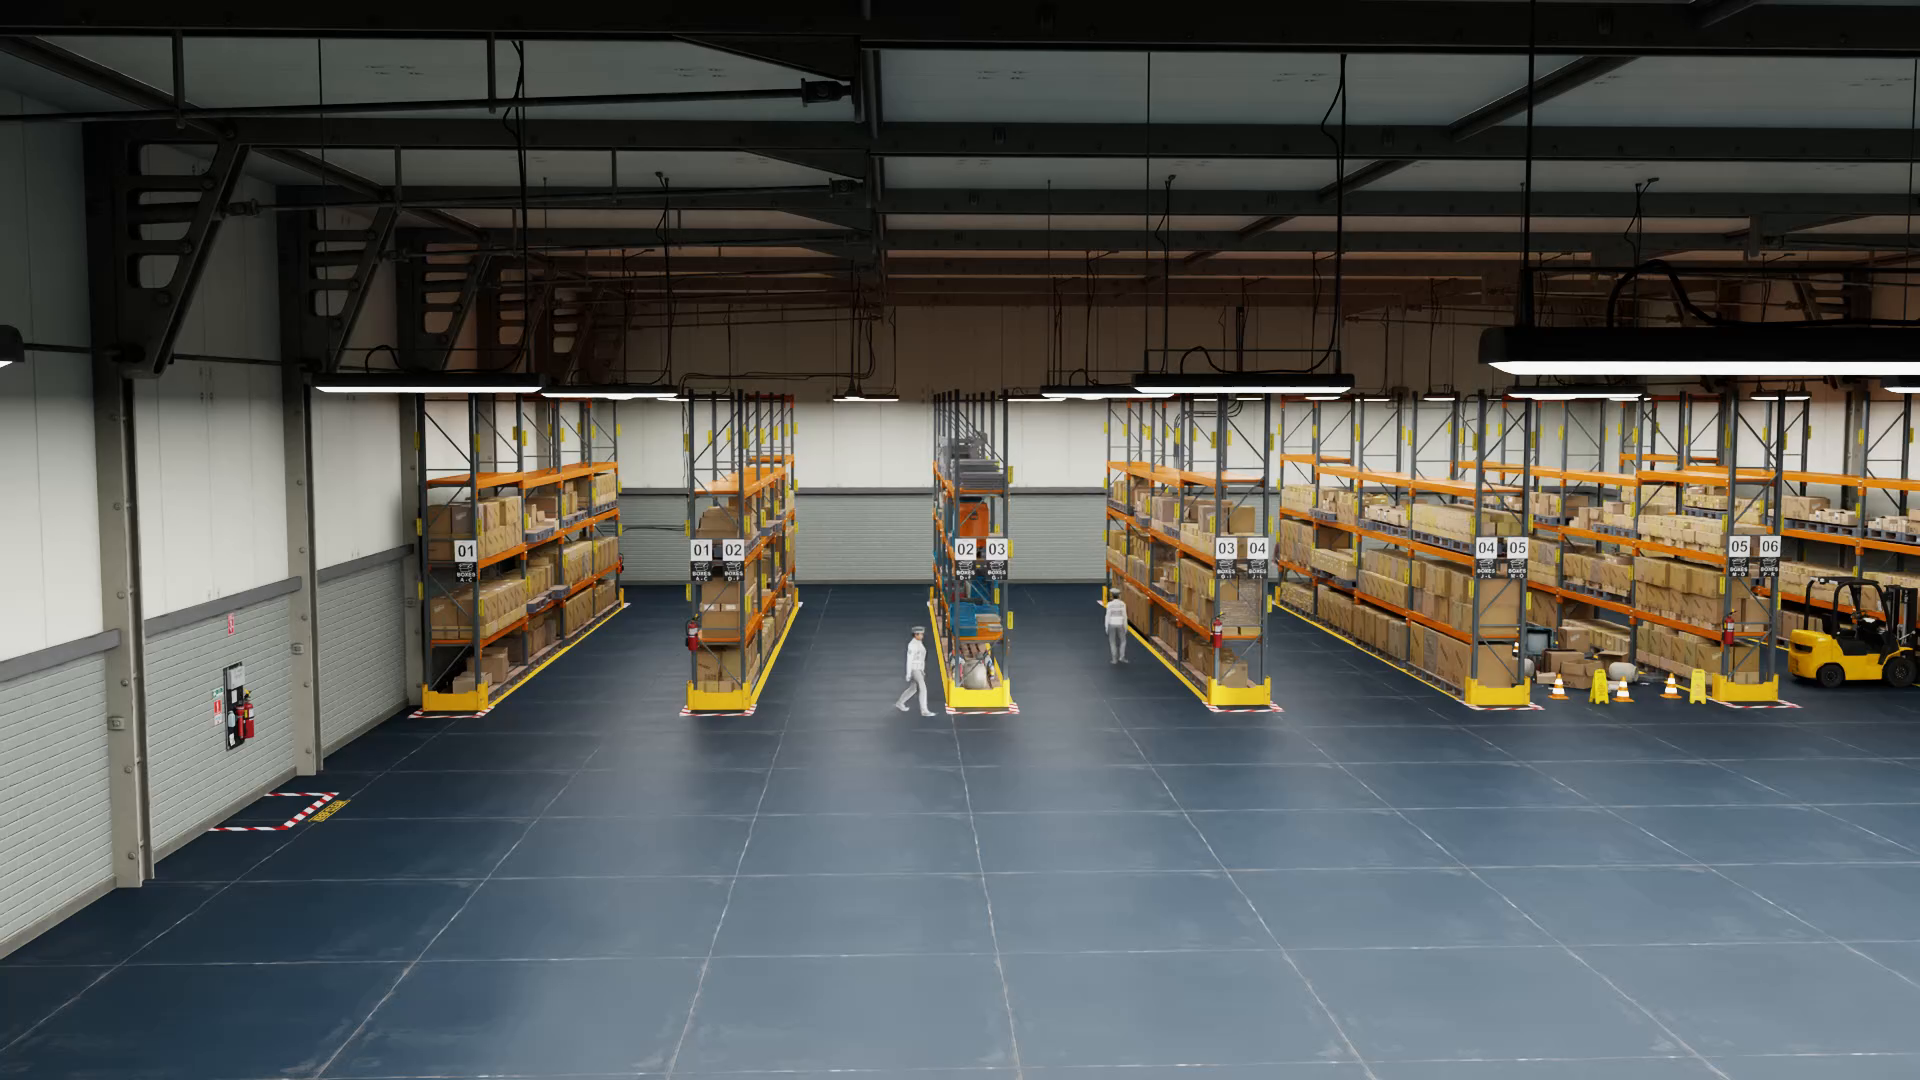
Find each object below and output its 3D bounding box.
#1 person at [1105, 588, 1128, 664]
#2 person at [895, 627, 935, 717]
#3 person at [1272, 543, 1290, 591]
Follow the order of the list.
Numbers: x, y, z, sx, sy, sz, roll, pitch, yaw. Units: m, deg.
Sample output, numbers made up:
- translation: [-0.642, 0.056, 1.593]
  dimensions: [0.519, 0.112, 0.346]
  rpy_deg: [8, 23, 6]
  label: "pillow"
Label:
- translation: [3.444, 1.910, 36.599]
  dimensions: [0.512, 1.674, 0.516]
  rpy_deg: [0, 5, -4]
  label: "person"
- translation: [-0.830, 2.402, 30.711]
  dimensions: [0.854, 1.624, 0.489]
  rpy_deg: [1, 5, 14]
  label: "person"
- translation: [9.919, 0.675, 51.056]
  dimensions: [0.609, 1.710, 1.199]
  rpy_deg: [3, 5, 30]
  label: "person"
